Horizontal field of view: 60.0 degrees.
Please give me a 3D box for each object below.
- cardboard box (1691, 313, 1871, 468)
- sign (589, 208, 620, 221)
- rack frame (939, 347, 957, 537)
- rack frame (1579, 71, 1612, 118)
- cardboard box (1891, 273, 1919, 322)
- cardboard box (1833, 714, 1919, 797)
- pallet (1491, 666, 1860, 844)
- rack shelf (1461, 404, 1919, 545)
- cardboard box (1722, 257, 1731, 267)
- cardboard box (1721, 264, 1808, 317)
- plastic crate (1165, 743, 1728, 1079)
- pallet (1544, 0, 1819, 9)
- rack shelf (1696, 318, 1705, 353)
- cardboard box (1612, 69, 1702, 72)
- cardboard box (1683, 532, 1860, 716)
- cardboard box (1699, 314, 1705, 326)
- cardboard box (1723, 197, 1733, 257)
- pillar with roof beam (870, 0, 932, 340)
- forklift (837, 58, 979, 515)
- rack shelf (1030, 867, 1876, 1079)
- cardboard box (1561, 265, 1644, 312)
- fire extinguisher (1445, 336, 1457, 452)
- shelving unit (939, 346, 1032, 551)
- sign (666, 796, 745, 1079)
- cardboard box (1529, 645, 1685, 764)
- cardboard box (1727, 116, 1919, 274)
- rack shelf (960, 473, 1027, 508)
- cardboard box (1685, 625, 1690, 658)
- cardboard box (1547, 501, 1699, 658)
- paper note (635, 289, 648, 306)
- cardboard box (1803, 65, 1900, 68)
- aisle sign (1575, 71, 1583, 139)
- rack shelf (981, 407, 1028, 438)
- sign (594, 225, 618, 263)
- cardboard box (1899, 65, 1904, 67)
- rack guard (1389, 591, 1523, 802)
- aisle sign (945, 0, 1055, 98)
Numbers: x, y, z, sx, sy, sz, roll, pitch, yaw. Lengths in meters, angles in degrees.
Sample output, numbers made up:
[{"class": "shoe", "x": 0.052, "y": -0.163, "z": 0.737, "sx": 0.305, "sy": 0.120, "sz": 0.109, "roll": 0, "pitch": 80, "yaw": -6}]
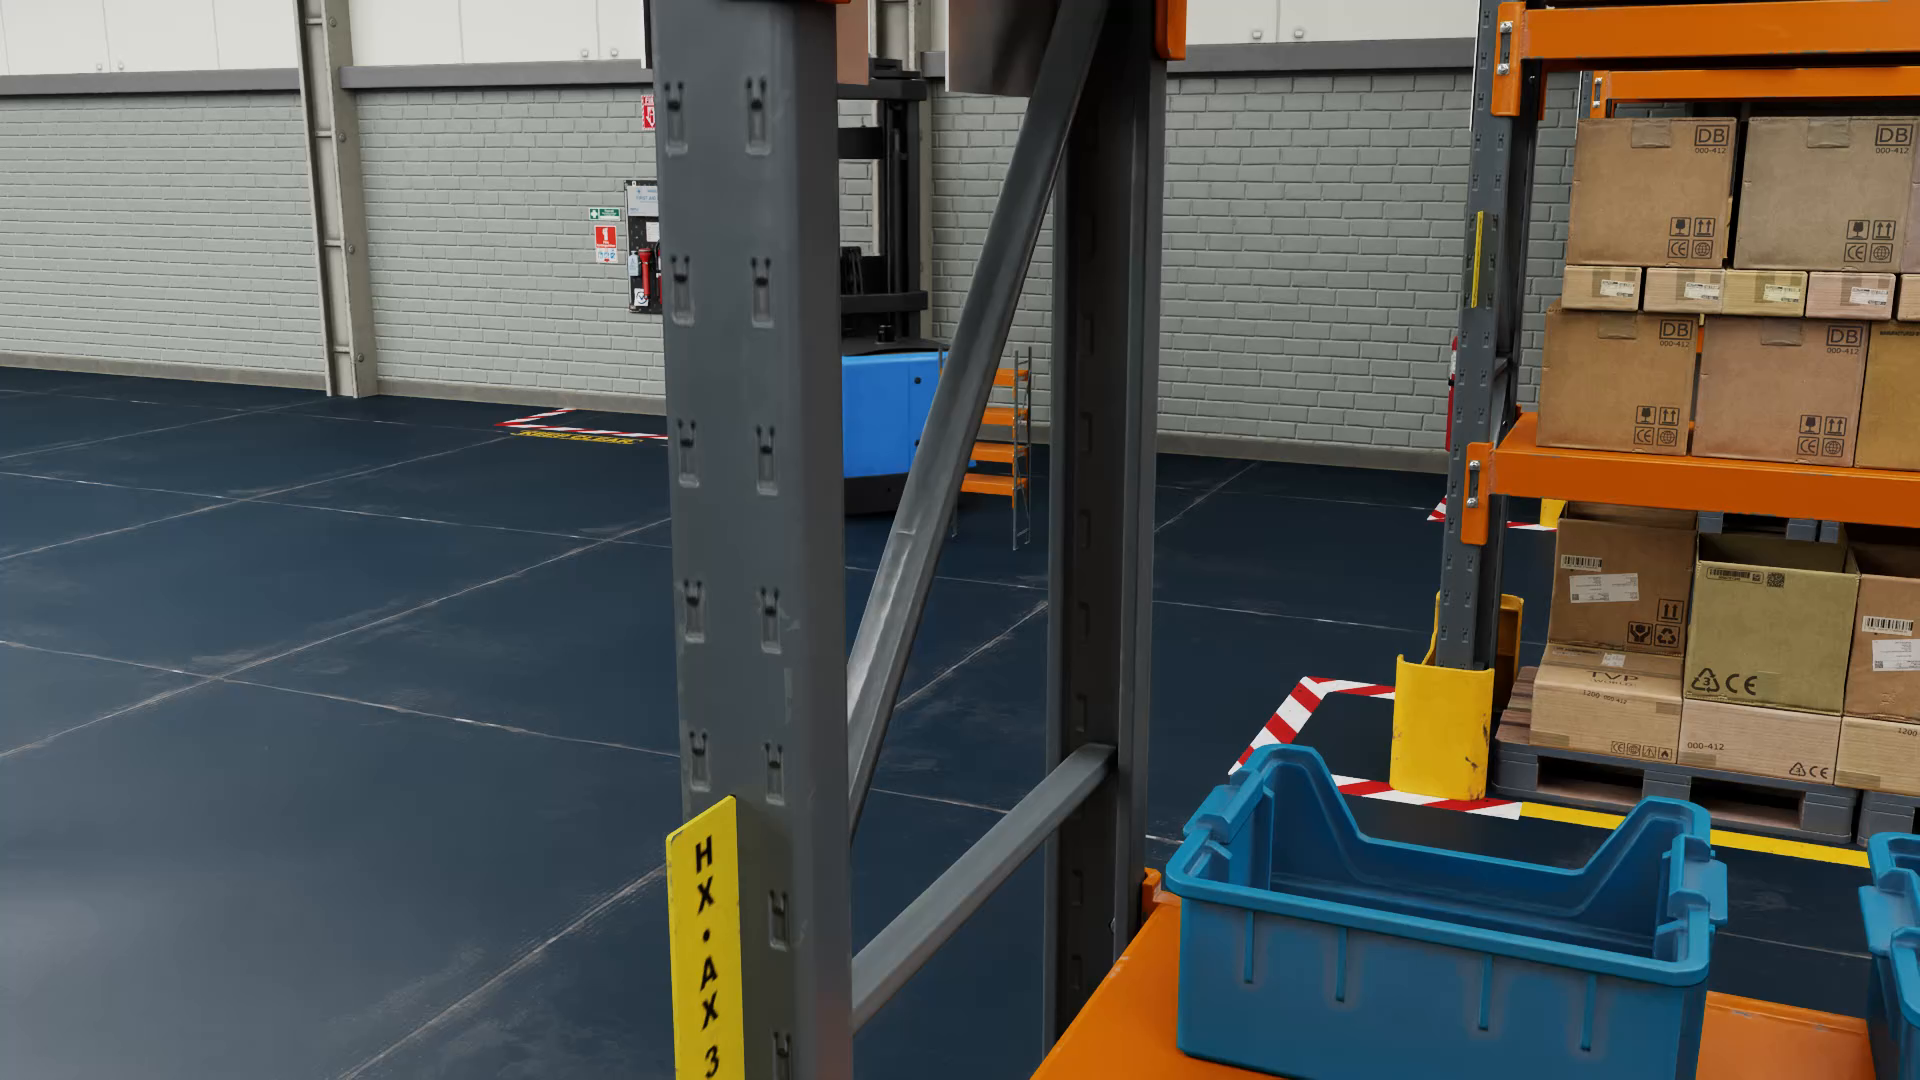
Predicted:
[{"class": "cardboard box", "x": 2.924, "y": -0.581, "z": 5.944, "sx": 0.500, "sy": 0.500, "sz": 0.700, "roll": 6, "pitch": 15, "yaw": 25}, {"class": "sign", "x": -3.179, "y": -2.914, "z": 14.869, "sx": 0.331, "sy": 0.109, "sz": 0.001, "roll": 6, "pitch": 14, "yaw": 23}, {"class": "rack frame", "x": -0.072, "y": -0.591, "z": 10.149, "sx": 0.015, "sy": 1.200, "sz": 0.240, "roll": 6, "pitch": 14, "yaw": 23}, {"class": "rack frame", "x": 4.024, "y": -1.660, "z": 10.765, "sx": 0.127, "sy": 3.000, "sz": 1.000, "roll": 6, "pitch": 14, "yaw": 23}, {"class": "cardboard box", "x": 3.237, "y": -0.813, "z": 5.517, "sx": 0.250, "sy": 0.149, "sz": 0.380, "roll": 5, "pitch": 14, "yaw": 21}, {"class": "cardboard box", "x": 3.336, "y": 0.697, "z": 5.819, "sx": 0.500, "sy": 0.250, "sz": 0.500, "roll": 6, "pitch": 14, "yaw": 23}, {"class": "pallet", "x": 2.737, "y": 0.794, "z": 6.408, "sx": 1.213, "sy": 0.211, "sz": 1.003, "roll": 6, "pitch": 14, "yaw": 23}, {"class": "rack shelf", "x": 3.849, "y": -0.090, "z": 5.648, "sx": 4.000, "sy": 0.370, "sz": 1.077, "roll": 6, "pitch": 14, "yaw": 23}, {"class": "cardboard box", "x": 2.921, "y": -0.947, "z": 6.085, "sx": 0.250, "sy": 0.149, "sz": 0.380, "roll": 6, "pitch": 14, "yaw": 22}, {"class": "cardboard box", "x": 2.762, "y": -0.861, "z": 5.721, "sx": 0.250, "sy": 0.149, "sz": 0.380, "roll": 6, "pitch": 14, "yaw": 23}, {"class": "plastic crate", "x": 0.590, "y": 0.465, "z": 2.032, "sx": 0.616, "sy": 0.251, "sz": 0.499, "roll": 6, "pitch": 14, "yaw": 23}, {"class": "pallet", "x": 2.656, "y": -1.972, "z": 5.720, "sx": 1.213, "sy": 0.211, "sz": 1.003, "roll": 6, "pitch": 14, "yaw": 23}, {"class": "rack shelf", "x": 5.852, "y": -1.125, "z": 10.059, "sx": 4.000, "sy": 0.370, "sz": 1.077, "roll": 6, "pitch": 14, "yaw": 23}, {"class": "cardboard box", "x": 4.228, "y": -3.096, "z": 10.054, "sx": 0.500, "sy": 0.500, "sz": 0.500, "roll": 6, "pitch": 15, "yaw": 25}, {"class": "cardboard box", "x": 2.879, "y": 0.286, "z": 5.930, "sx": 0.500, "sy": 0.500, "sz": 0.500, "roll": 6, "pitch": 14, "yaw": 23}, {"class": "cardboard box", "x": 4.341, "y": -1.486, "z": 10.305, "sx": 0.500, "sy": 0.250, "sz": 0.500, "roll": 5, "pitch": 14, "yaw": 22}, {"class": "cardboard box", "x": 4.786, "y": -1.807, "z": 10.035, "sx": 0.500, "sy": 0.500, "sz": 0.500, "roll": 6, "pitch": 14, "yaw": 23}, {"class": "pillar with roof beam", "x": -2.216, "y": -4.353, "z": 9.108, "sx": 0.400, "sy": 9.000, "sz": 9.100, "roll": 6, "pitch": 14, "yaw": 23}, {"class": "forklift", "x": -0.935, "y": -1.873, "z": 11.820, "sx": 1.130, "sy": 2.935, "sz": 3.031, "roll": -6, "pitch": 14, "yaw": -23}, {"class": "rack shelf", "x": 1.839, "y": 0.944, "z": 1.240, "sx": 4.000, "sy": 0.370, "sz": 1.077, "roll": 6, "pitch": 14, "yaw": 23}, {"class": "cardboard box", "x": 2.292, "y": -0.909, "z": 5.922, "sx": 0.250, "sy": 0.149, "sz": 0.380, "roll": 6, "pitch": 14, "yaw": 23}, {"class": "fire extinguisher", "x": 2.101, "y": -0.696, "z": 6.823, "sx": 0.183, "sy": 0.674, "sz": 0.296, "roll": 6, "pitch": 14, "yaw": 23}, {"class": "shelving unit", "x": 0.151, "y": -0.569, "z": 10.052, "sx": 0.503, "sy": 1.200, "sz": 0.258, "roll": 6, "pitch": 14, "yaw": 23}, {"class": "sign", "x": -0.216, "y": 0.389, "z": 1.427, "sx": 0.005, "sy": 0.325, "sz": 0.100, "roll": 6, "pitch": 14, "yaw": 23}, {"class": "cardboard box", "x": 2.421, "y": 0.605, "z": 6.211, "sx": 0.500, "sy": 0.250, "sz": 0.500, "roll": 6, "pitch": 14, "yaw": 23}, {"class": "cardboard box", "x": 2.974, "y": -1.207, "z": 5.776, "sx": 0.500, "sy": 0.500, "sz": 0.700, "roll": 5, "pitch": 14, "yaw": 22}, {"class": "rack shelf", "x": 0.151, "y": -0.310, "z": 10.113, "sx": 0.480, "sy": 0.148, "sz": 0.258, "roll": 6, "pitch": 14, "yaw": 23}, {"class": "cardboard box", "x": 3.093, "y": 0.540, "z": 6.485, "sx": 0.500, "sy": 0.250, "sz": 0.500, "roll": 6, "pitch": 14, "yaw": 23}, {"class": "cardboard box", "x": 2.631, "y": 0.131, "z": 6.588, "sx": 0.500, "sy": 0.500, "sz": 0.500, "roll": 6, "pitch": 14, "yaw": 23}, {"class": "paper note", "x": -2.850, "y": -2.170, "z": 14.865, "sx": 0.142, "sy": 0.148, "sz": 0.016, "roll": 6, "pitch": 14, "yaw": 23}, {"class": "cardboard box", "x": 5.181, "y": -2.992, "z": 9.609, "sx": 0.500, "sy": 0.500, "sz": 0.500, "roll": 7, "pitch": 15, "yaw": 26}, {"class": "aisle sign", "x": 3.836, "y": -2.870, "z": 10.229, "sx": 0.004, "sy": 0.787, "sz": 0.394, "roll": 6, "pitch": 14, "yaw": 23}, {"class": "rack shelf", "x": 0.151, "y": -0.721, "z": 10.017, "sx": 0.480, "sy": 0.148, "sz": 0.258, "roll": 6, "pitch": 14, "yaw": 23}, {"class": "sign", "x": -3.180, "y": -2.658, "z": 14.939, "sx": 0.234, "sy": 0.329, "sz": 0.001, "roll": 6, "pitch": 14, "yaw": 23}, {"class": "cardboard box", "x": 5.434, "y": -3.103, "z": 10.083, "sx": 0.500, "sy": 0.500, "sz": 0.500, "roll": 5, "pitch": 14, "yaw": 21}, {"class": "rack guard", "x": 1.999, "y": 0.589, "z": 6.649, "sx": 0.348, "sy": 0.500, "sz": 1.175, "roll": 6, "pitch": 14, "yaw": 23}, {"class": "aisle sign", "x": 0.065, "y": -0.926, "z": 1.942, "sx": 0.004, "sy": 0.787, "sz": 0.394, "roll": 6, "pitch": 14, "yaw": 23}]
